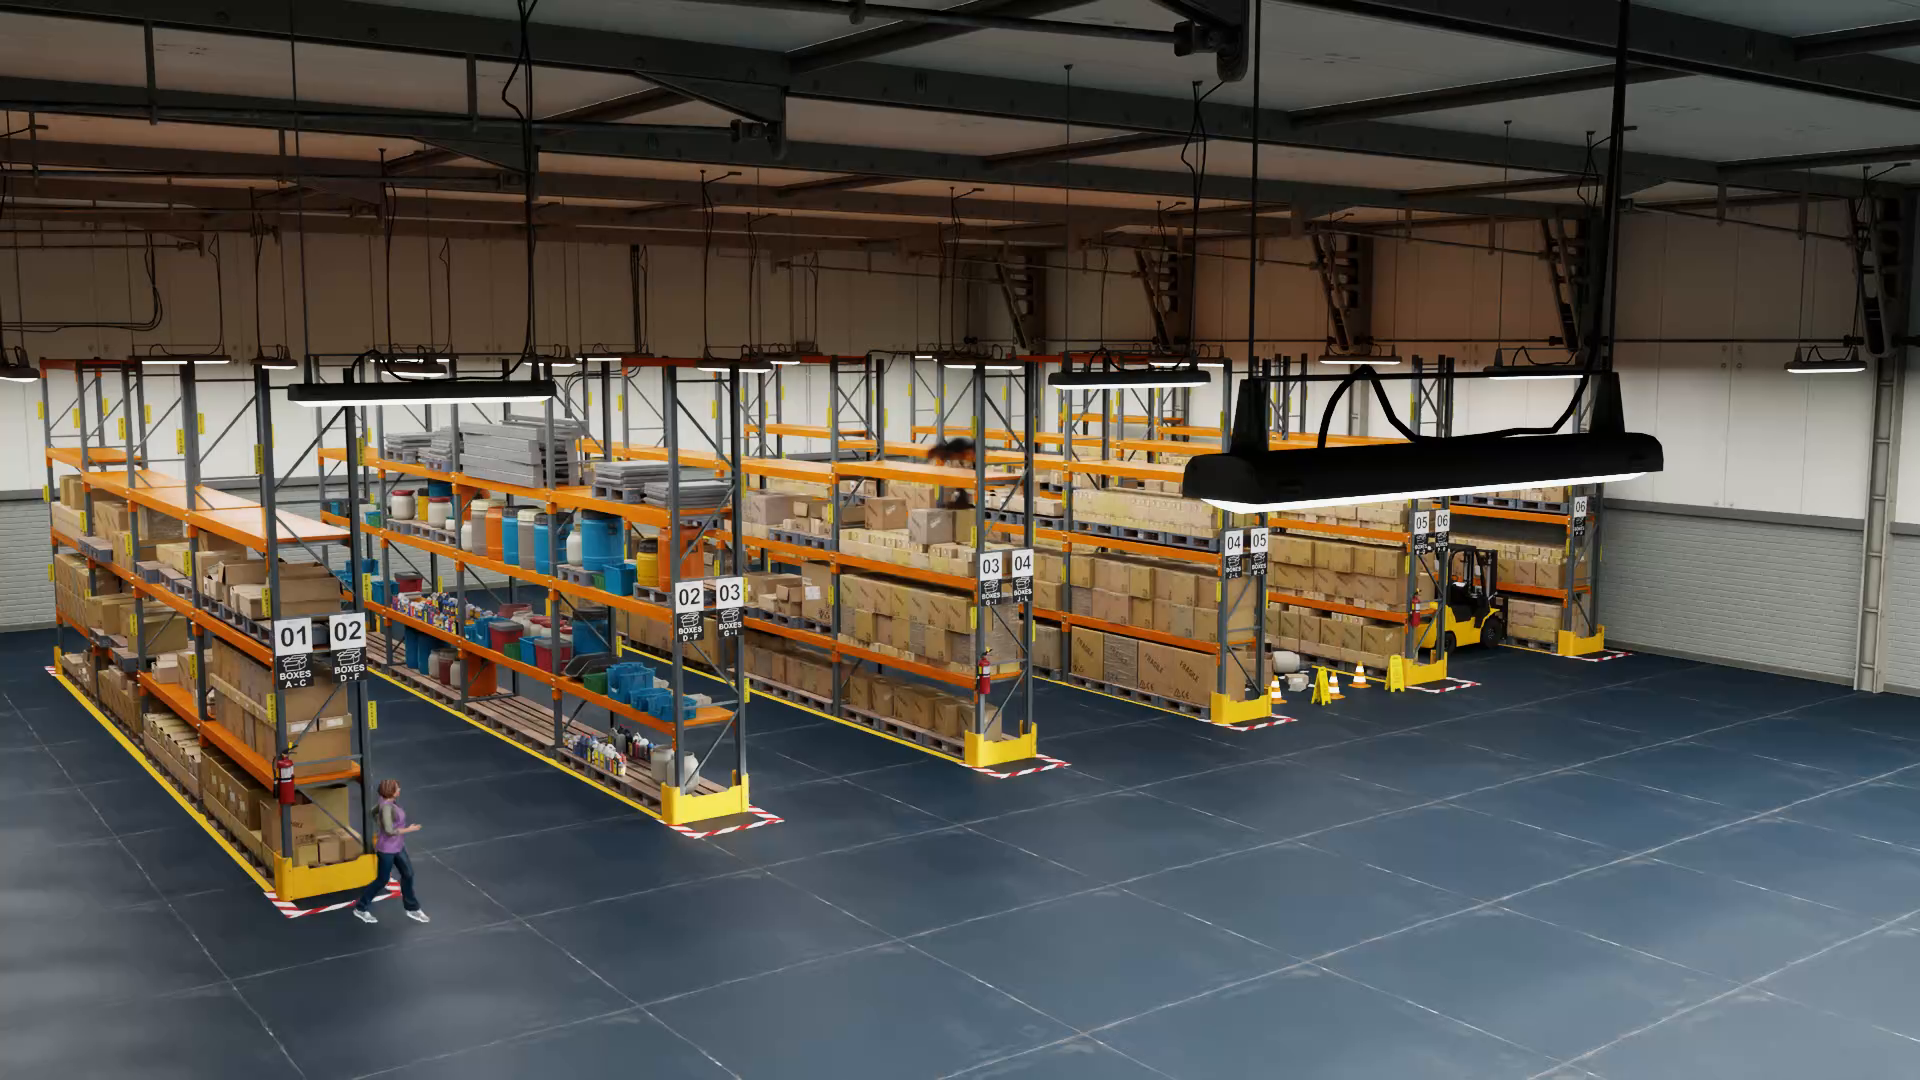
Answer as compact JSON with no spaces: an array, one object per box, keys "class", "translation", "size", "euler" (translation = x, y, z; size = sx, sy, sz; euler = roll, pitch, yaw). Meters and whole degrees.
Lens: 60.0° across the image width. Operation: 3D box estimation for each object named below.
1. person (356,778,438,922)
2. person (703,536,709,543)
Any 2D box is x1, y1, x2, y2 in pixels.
[{"class":"person","translation":[-6.100,3.367,17.971],"size":[0.815,1.615,0.532],"euler":[-1,7,-6]},{"class":"person","translation":[-6.251,0.692,39.841],"size":[0.829,1.735,0.776],"euler":[-2,7,-14]}]
